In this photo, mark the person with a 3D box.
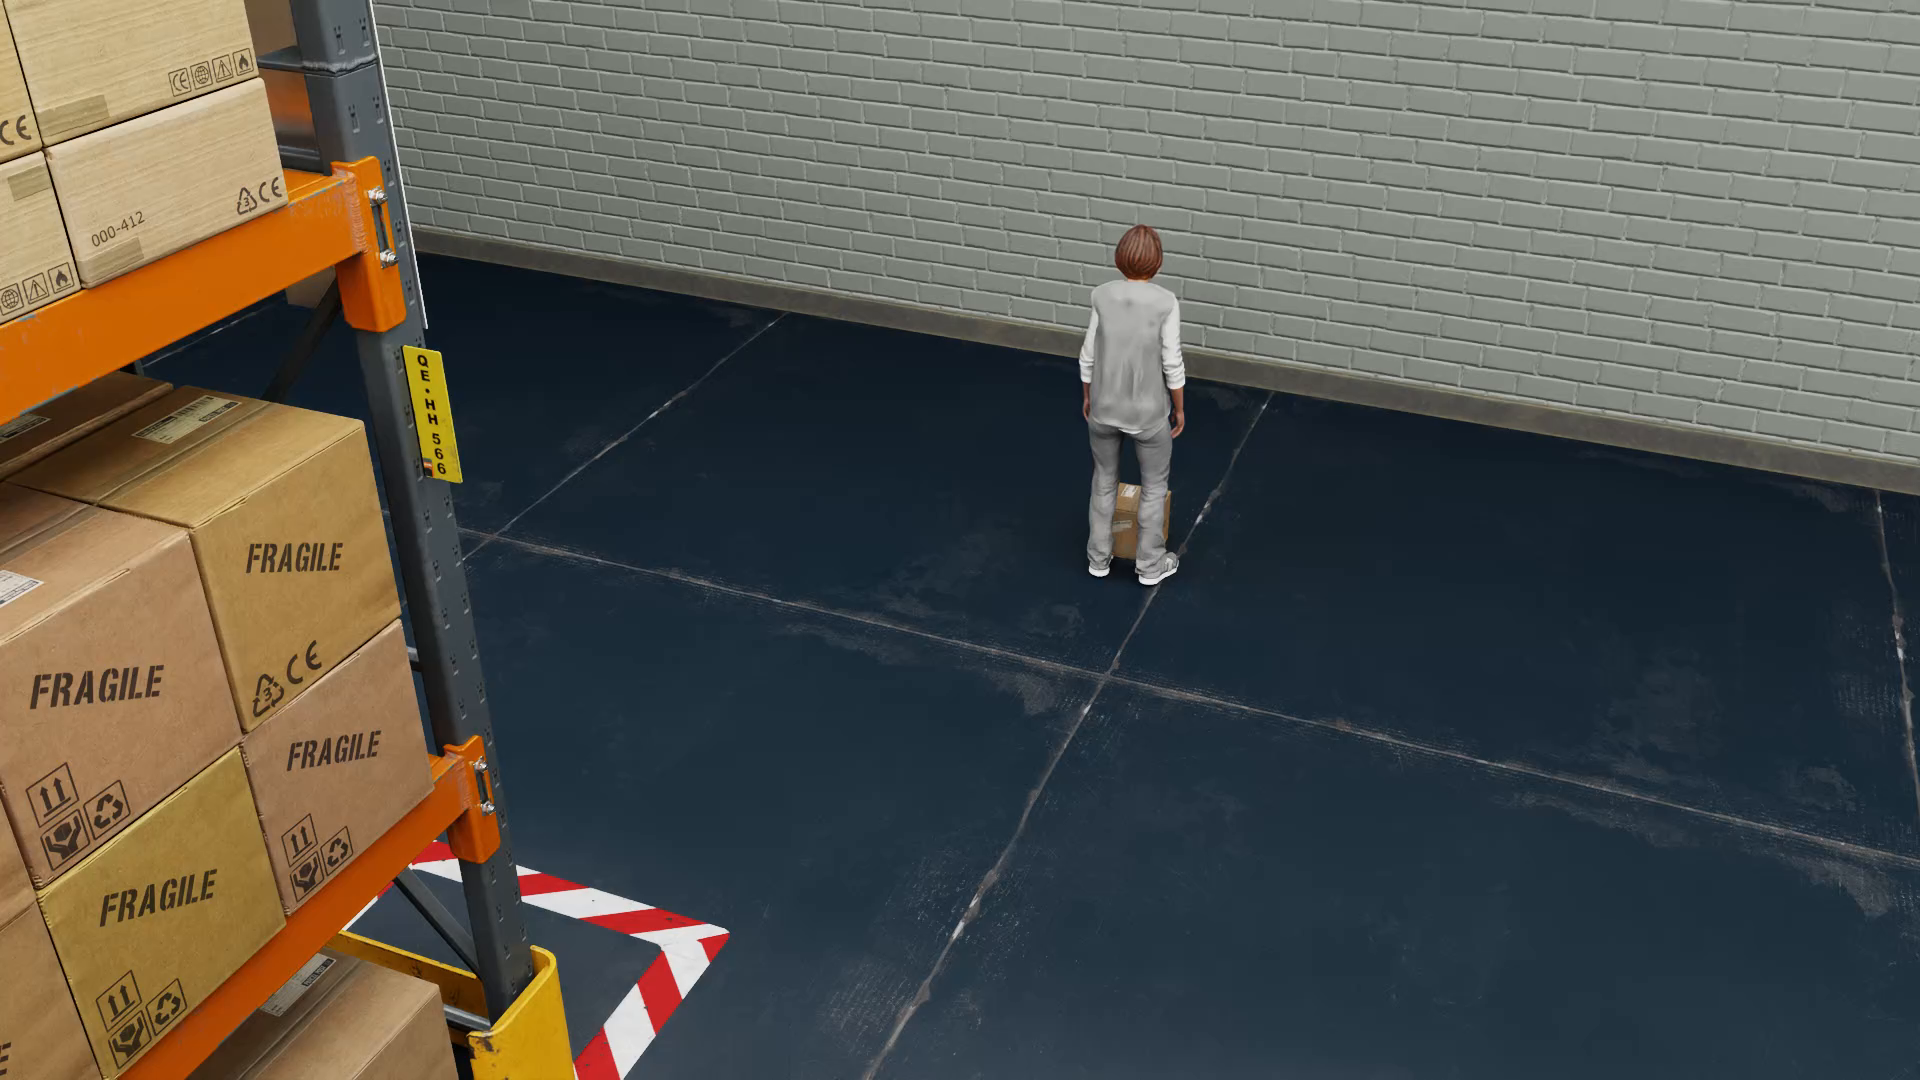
[{"bbox_3d":[0.728,-0.549,7.090,0.462,1.593,0.343,12,32,19],"label":"person"}]
